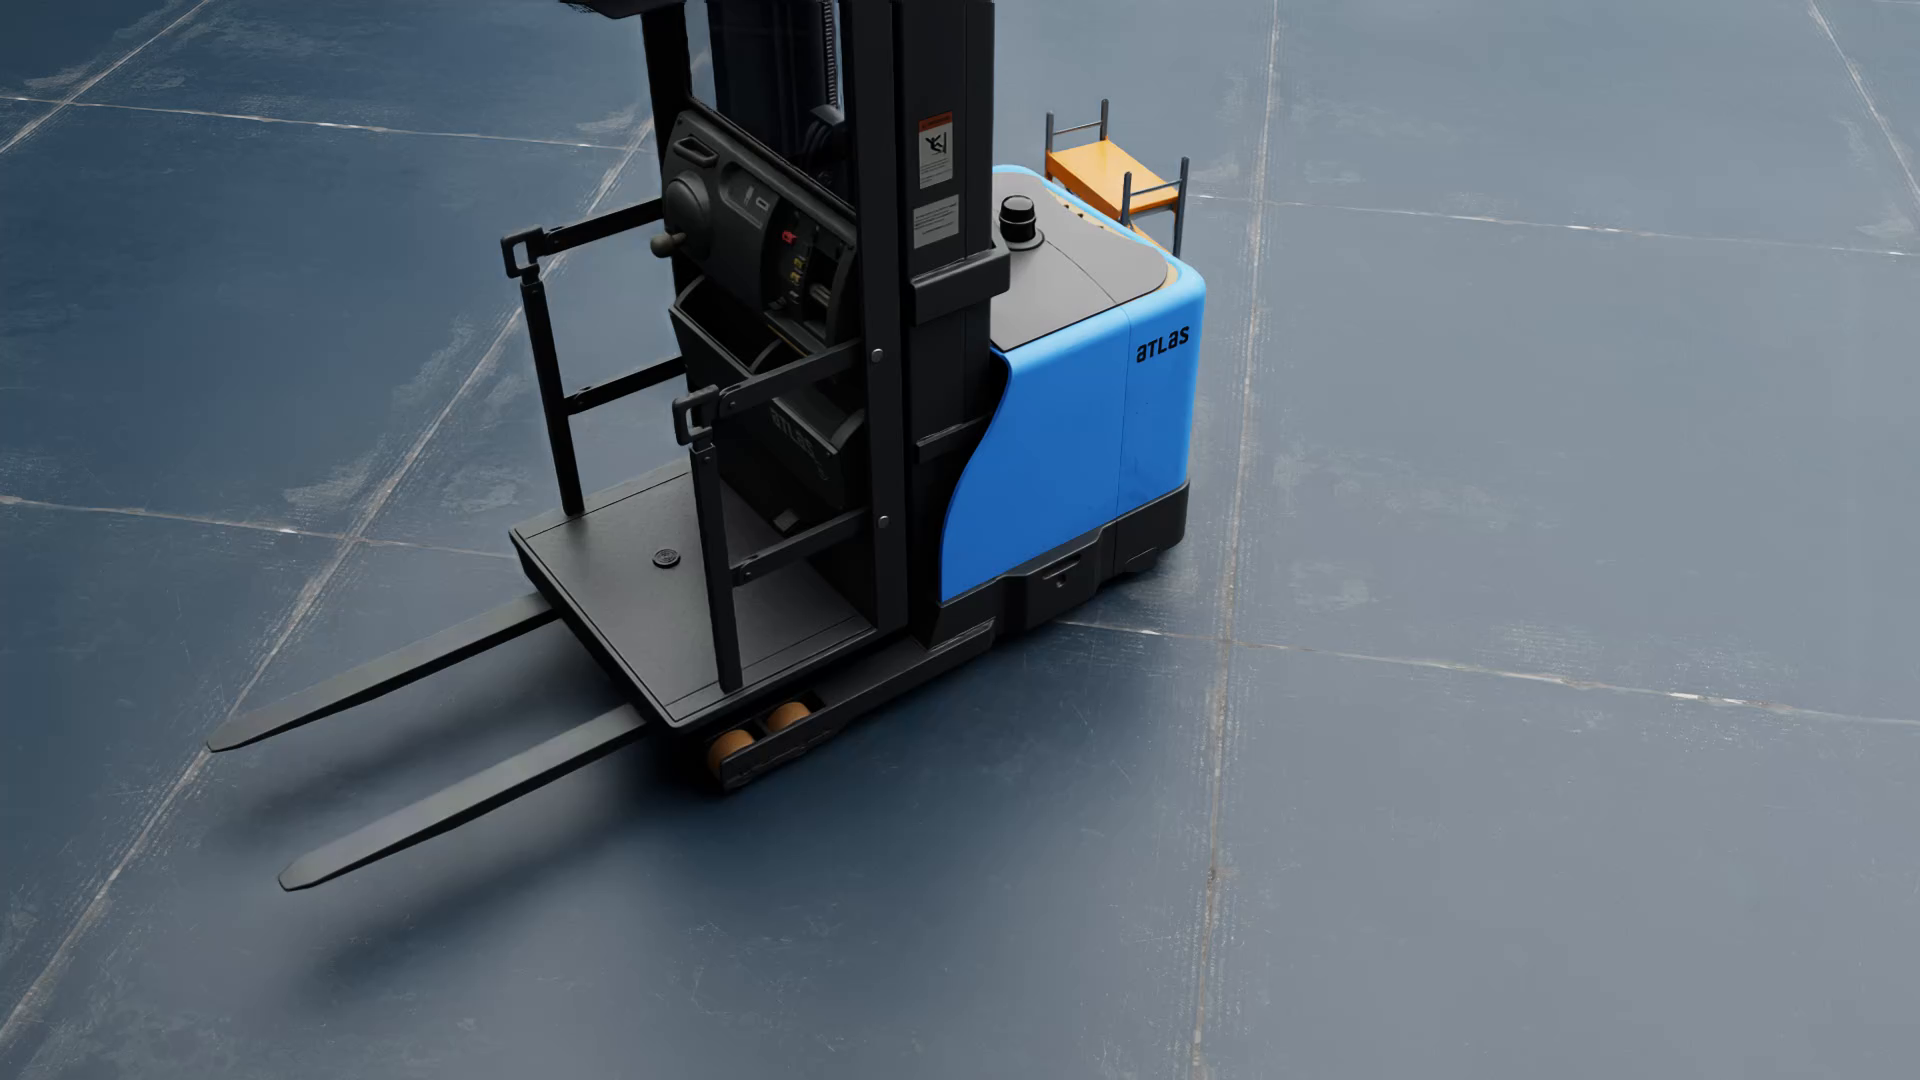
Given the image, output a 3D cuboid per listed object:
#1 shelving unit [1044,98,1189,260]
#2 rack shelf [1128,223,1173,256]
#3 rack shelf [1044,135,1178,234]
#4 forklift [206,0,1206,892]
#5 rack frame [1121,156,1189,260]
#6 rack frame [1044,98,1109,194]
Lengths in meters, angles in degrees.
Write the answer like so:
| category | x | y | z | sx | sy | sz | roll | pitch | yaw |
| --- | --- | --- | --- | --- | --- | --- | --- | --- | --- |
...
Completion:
| category | x | y | z | sx | sy | sz | roll | pitch | yaw |
| --- | --- | --- | --- | --- | --- | --- | --- | --- | --- |
| shelving unit | 0.515 | -0.874 | 5.866 | 0.258 | 1.200 | 0.503 | -19 | 43 | -21 |
| rack shelf | 0.515 | -0.995 | 5.766 | 0.258 | 0.148 | 0.480 | -19 | 43 | -21 |
| rack shelf | 0.515 | -1.177 | 5.616 | 0.258 | 0.148 | 0.480 | -19 | 43 | -21 |
| forklift | -0.723 | -0.791 | 4.407 | 3.031 | 2.935 | 1.130 | -25 | 46 | -27 |
| rack frame | 0.630 | -0.737 | 5.700 | 0.240 | 1.200 | 0.015 | -19 | 43 | -21 |
| rack frame | 0.401 | -1.012 | 6.032 | 0.240 | 1.200 | 0.015 | -19 | 43 | -21 |
